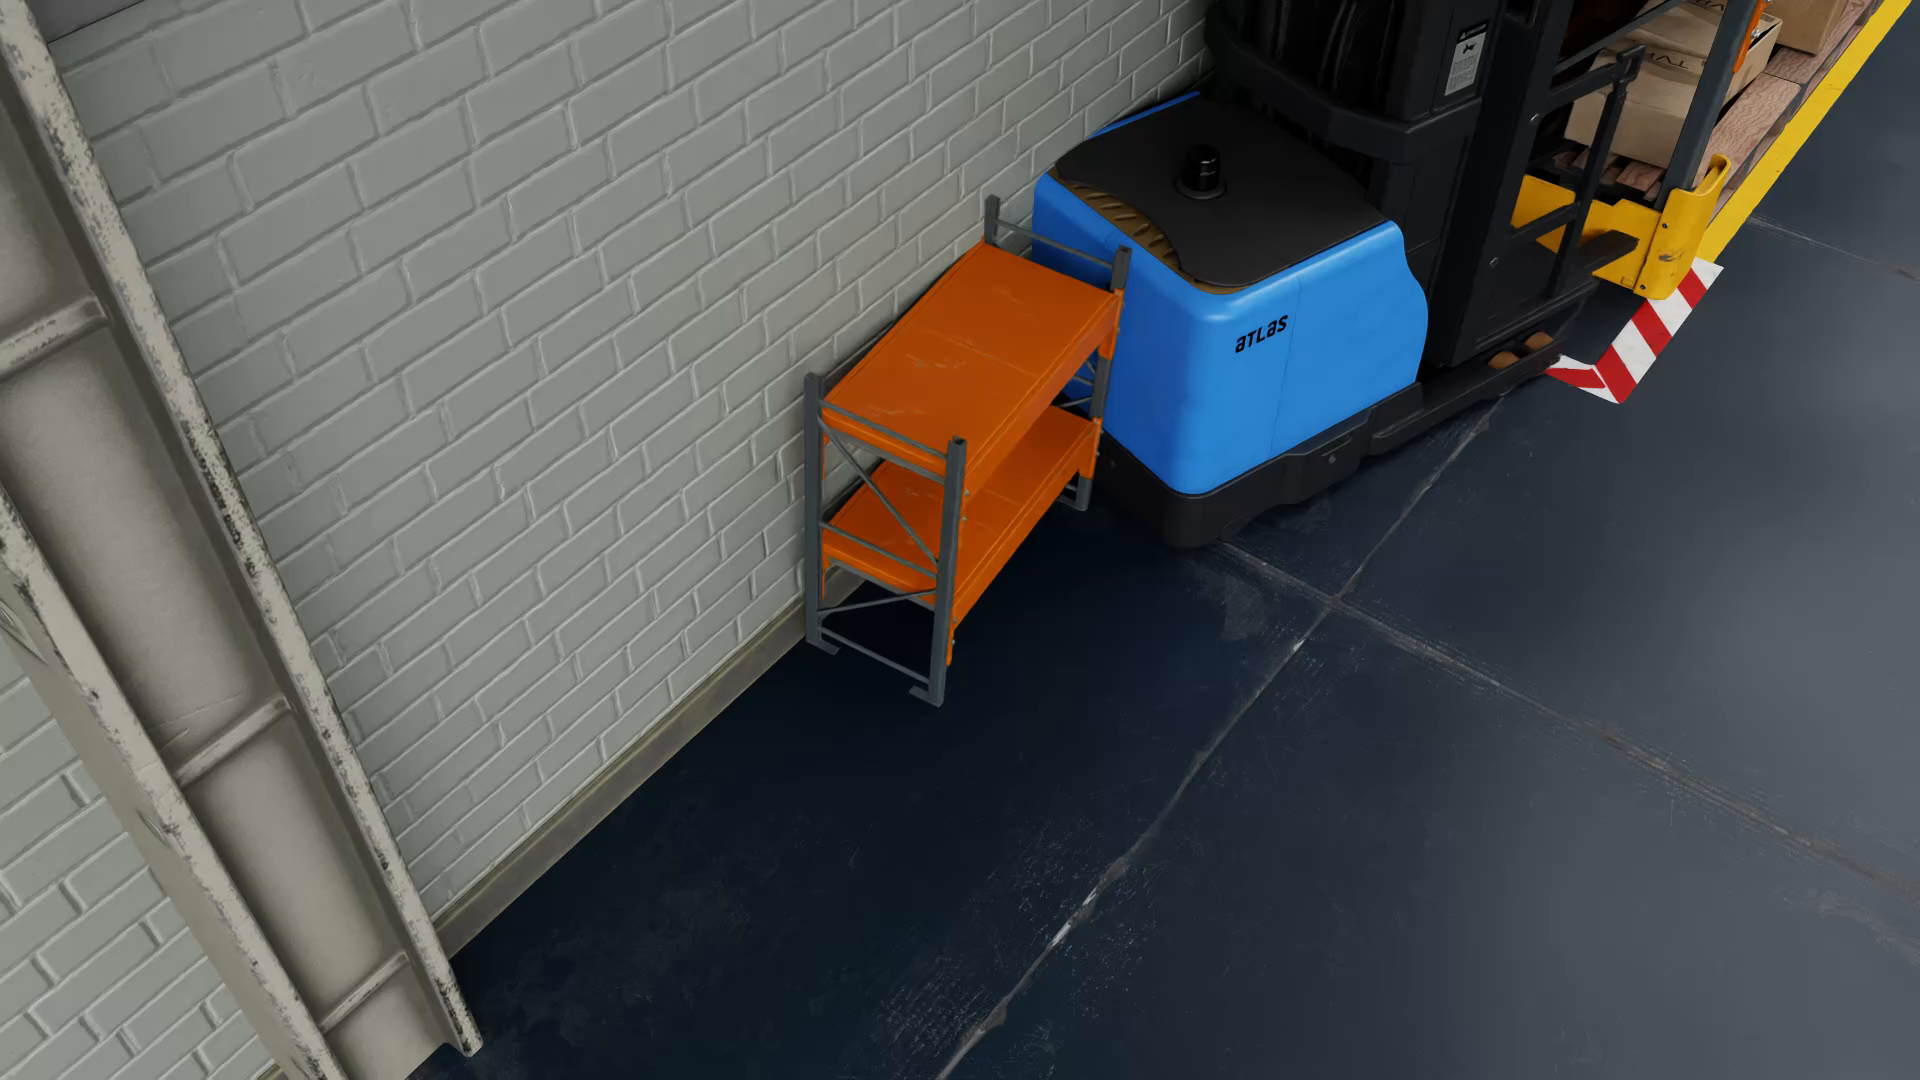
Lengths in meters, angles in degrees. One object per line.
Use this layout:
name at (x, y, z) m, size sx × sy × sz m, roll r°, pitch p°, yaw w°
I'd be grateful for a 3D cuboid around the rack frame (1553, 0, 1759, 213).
rack frame at (2.409, -2.292, 5.865) m, size 1.000 × 3.000 × 0.127 m, roll 29°, pitch 53°, yaw 25°

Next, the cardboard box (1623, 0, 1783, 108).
cardboard box at (3.251, -2.198, 7.330) m, size 0.500 × 0.311 × 0.500 m, roll 34°, pitch 55°, yaw 28°

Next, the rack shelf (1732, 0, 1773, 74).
rack shelf at (3.631, -3.188, 7.218) m, size 1.077 × 0.370 × 4.000 m, roll 29°, pitch 53°, yaw 25°

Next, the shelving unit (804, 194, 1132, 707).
shelving unit at (0.013, -0.279, 5.205) m, size 0.538 × 1.125 × 1.048 m, roll 25°, pitch 50°, yaw 17°

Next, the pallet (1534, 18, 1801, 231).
pallet at (2.980, -1.822, 7.344) m, size 1.003 × 0.211 × 1.213 m, roll 29°, pitch 53°, yaw 25°

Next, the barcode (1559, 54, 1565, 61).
barcode at (2.597, -2.062, 7.194) m, size 0.001 × 0.075 × 0.075 m, roll 29°, pitch 53°, yaw 25°

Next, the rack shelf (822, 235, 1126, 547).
rack shelf at (0.031, -0.479, 4.993) m, size 0.538 × 0.278 × 1.000 m, roll 25°, pitch 50°, yaw 17°

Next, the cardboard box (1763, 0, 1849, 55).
cardboard box at (3.739, -2.661, 7.642) m, size 0.700 × 0.500 × 0.500 m, roll 26°, pitch 52°, yaw 23°

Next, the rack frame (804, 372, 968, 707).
rack frame at (-0.239, 0.031, 4.891) m, size 0.500 × 1.125 × 0.032 m, roll 25°, pitch 50°, yaw 17°

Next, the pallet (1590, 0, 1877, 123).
pallet at (3.726, -2.517, 8.008) m, size 1.003 × 0.211 × 1.213 m, roll 29°, pitch 53°, yaw 25°

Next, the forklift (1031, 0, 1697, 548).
forklift at (1.678, -1.845, 5.485) m, size 3.031 × 2.935 × 1.130 m, roll -27°, pitch 52°, yaw -23°

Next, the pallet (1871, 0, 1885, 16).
pallet at (4.471, -3.218, 8.678) m, size 1.003 × 0.211 × 1.213 m, roll 29°, pitch 53°, yaw 25°

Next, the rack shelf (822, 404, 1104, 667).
rack shelf at (-0.003, -0.111, 5.383) m, size 0.538 × 0.278 × 1.000 m, roll 25°, pitch 50°, yaw 17°

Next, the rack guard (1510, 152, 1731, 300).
rack guard at (2.455, -1.472, 6.811) m, size 1.175 × 0.500 × 0.348 m, roll 29°, pitch 53°, yaw 25°

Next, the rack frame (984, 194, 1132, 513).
rack frame at (0.264, -0.589, 5.520) m, size 0.500 × 1.125 × 0.032 m, roll 25°, pitch 50°, yaw 17°

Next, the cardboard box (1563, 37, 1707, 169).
cardboard box at (2.903, -1.871, 7.018) m, size 0.500 × 0.311 × 0.500 m, roll 24°, pitch 51°, yaw 21°
